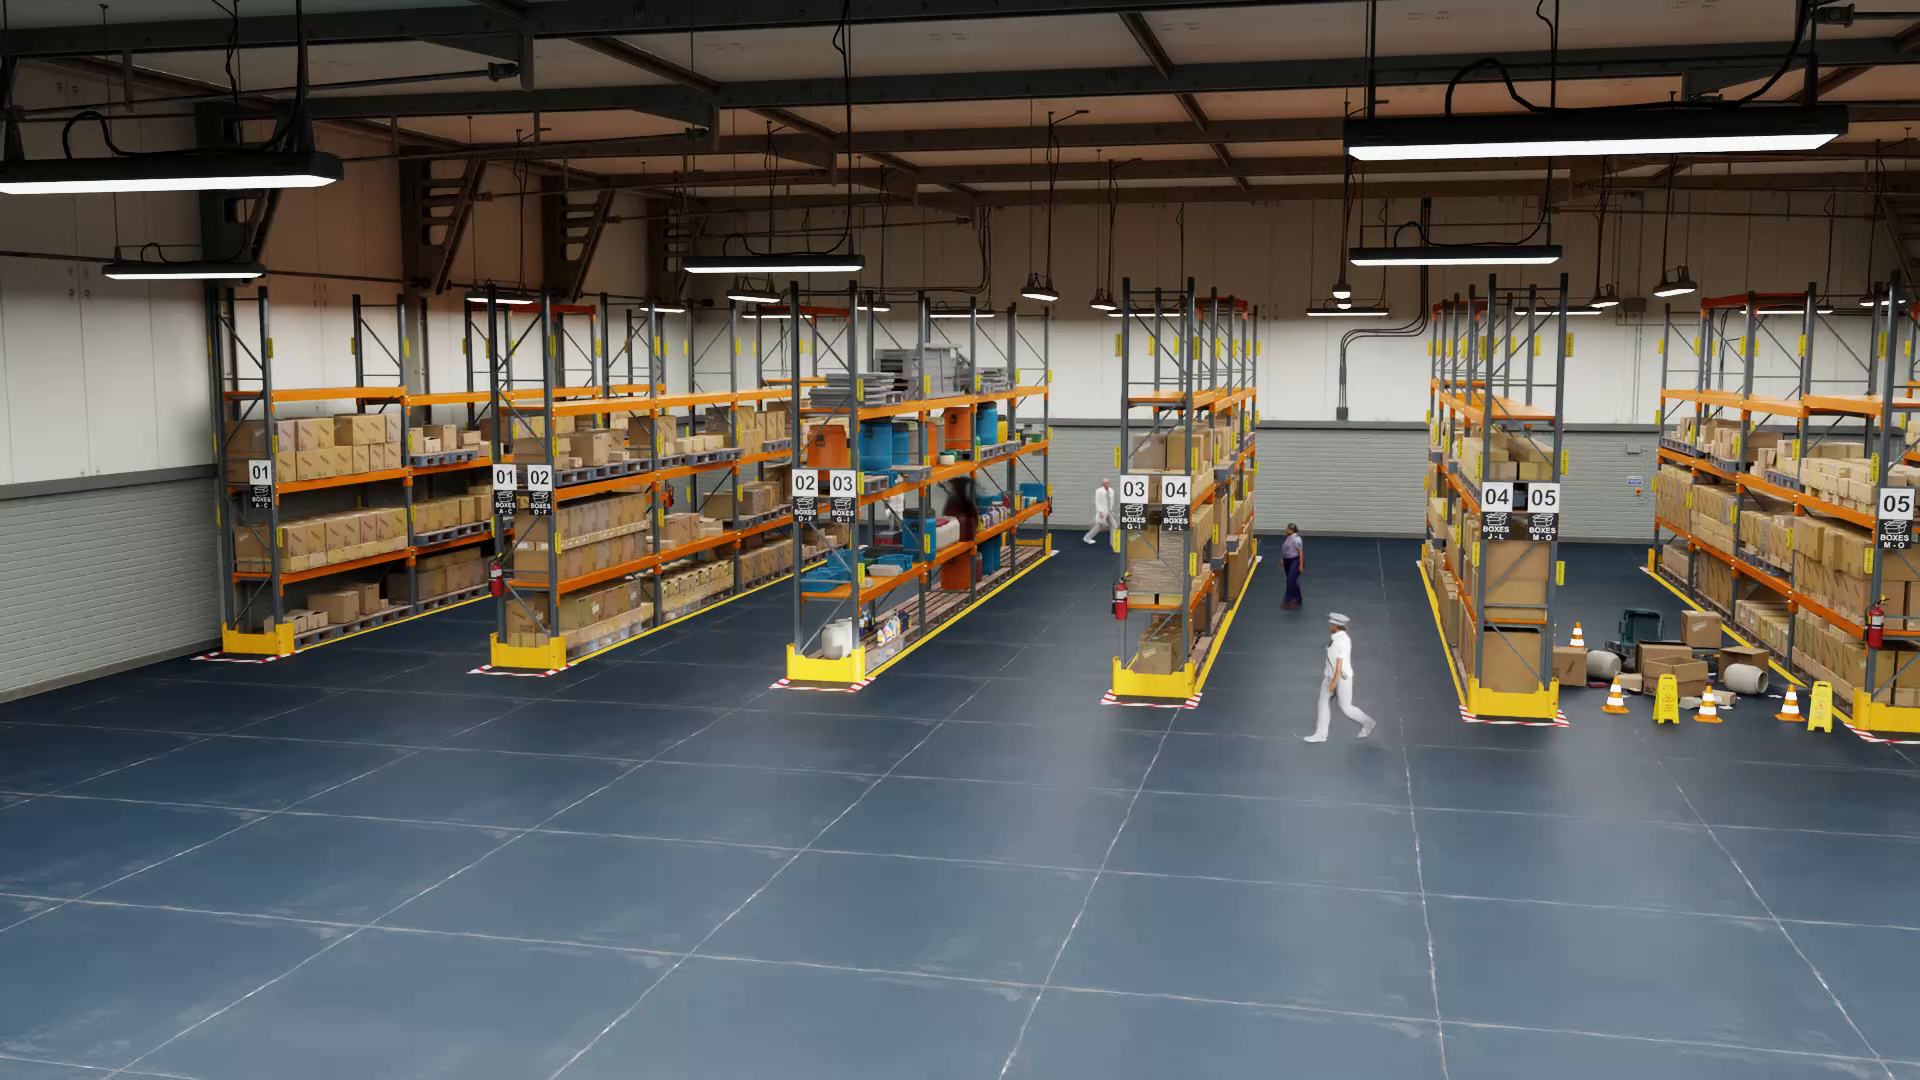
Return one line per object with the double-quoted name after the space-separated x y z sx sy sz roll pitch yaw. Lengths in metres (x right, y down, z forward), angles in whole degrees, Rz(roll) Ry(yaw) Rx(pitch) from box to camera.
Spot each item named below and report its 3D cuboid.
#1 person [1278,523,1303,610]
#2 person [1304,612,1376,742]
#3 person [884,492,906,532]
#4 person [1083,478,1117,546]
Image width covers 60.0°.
6.391 0.533 32.211 0.735 1.576 0.540 -4 8 -31 "person"
4.847 1.748 21.165 0.886 1.652 0.409 -2 7 -18 "person"
-1.609 -0.716 41.930 0.595 1.737 0.930 -2 7 -13 "person"
3.657 -0.707 42.256 1.075 1.734 0.663 4 8 32 "person"
